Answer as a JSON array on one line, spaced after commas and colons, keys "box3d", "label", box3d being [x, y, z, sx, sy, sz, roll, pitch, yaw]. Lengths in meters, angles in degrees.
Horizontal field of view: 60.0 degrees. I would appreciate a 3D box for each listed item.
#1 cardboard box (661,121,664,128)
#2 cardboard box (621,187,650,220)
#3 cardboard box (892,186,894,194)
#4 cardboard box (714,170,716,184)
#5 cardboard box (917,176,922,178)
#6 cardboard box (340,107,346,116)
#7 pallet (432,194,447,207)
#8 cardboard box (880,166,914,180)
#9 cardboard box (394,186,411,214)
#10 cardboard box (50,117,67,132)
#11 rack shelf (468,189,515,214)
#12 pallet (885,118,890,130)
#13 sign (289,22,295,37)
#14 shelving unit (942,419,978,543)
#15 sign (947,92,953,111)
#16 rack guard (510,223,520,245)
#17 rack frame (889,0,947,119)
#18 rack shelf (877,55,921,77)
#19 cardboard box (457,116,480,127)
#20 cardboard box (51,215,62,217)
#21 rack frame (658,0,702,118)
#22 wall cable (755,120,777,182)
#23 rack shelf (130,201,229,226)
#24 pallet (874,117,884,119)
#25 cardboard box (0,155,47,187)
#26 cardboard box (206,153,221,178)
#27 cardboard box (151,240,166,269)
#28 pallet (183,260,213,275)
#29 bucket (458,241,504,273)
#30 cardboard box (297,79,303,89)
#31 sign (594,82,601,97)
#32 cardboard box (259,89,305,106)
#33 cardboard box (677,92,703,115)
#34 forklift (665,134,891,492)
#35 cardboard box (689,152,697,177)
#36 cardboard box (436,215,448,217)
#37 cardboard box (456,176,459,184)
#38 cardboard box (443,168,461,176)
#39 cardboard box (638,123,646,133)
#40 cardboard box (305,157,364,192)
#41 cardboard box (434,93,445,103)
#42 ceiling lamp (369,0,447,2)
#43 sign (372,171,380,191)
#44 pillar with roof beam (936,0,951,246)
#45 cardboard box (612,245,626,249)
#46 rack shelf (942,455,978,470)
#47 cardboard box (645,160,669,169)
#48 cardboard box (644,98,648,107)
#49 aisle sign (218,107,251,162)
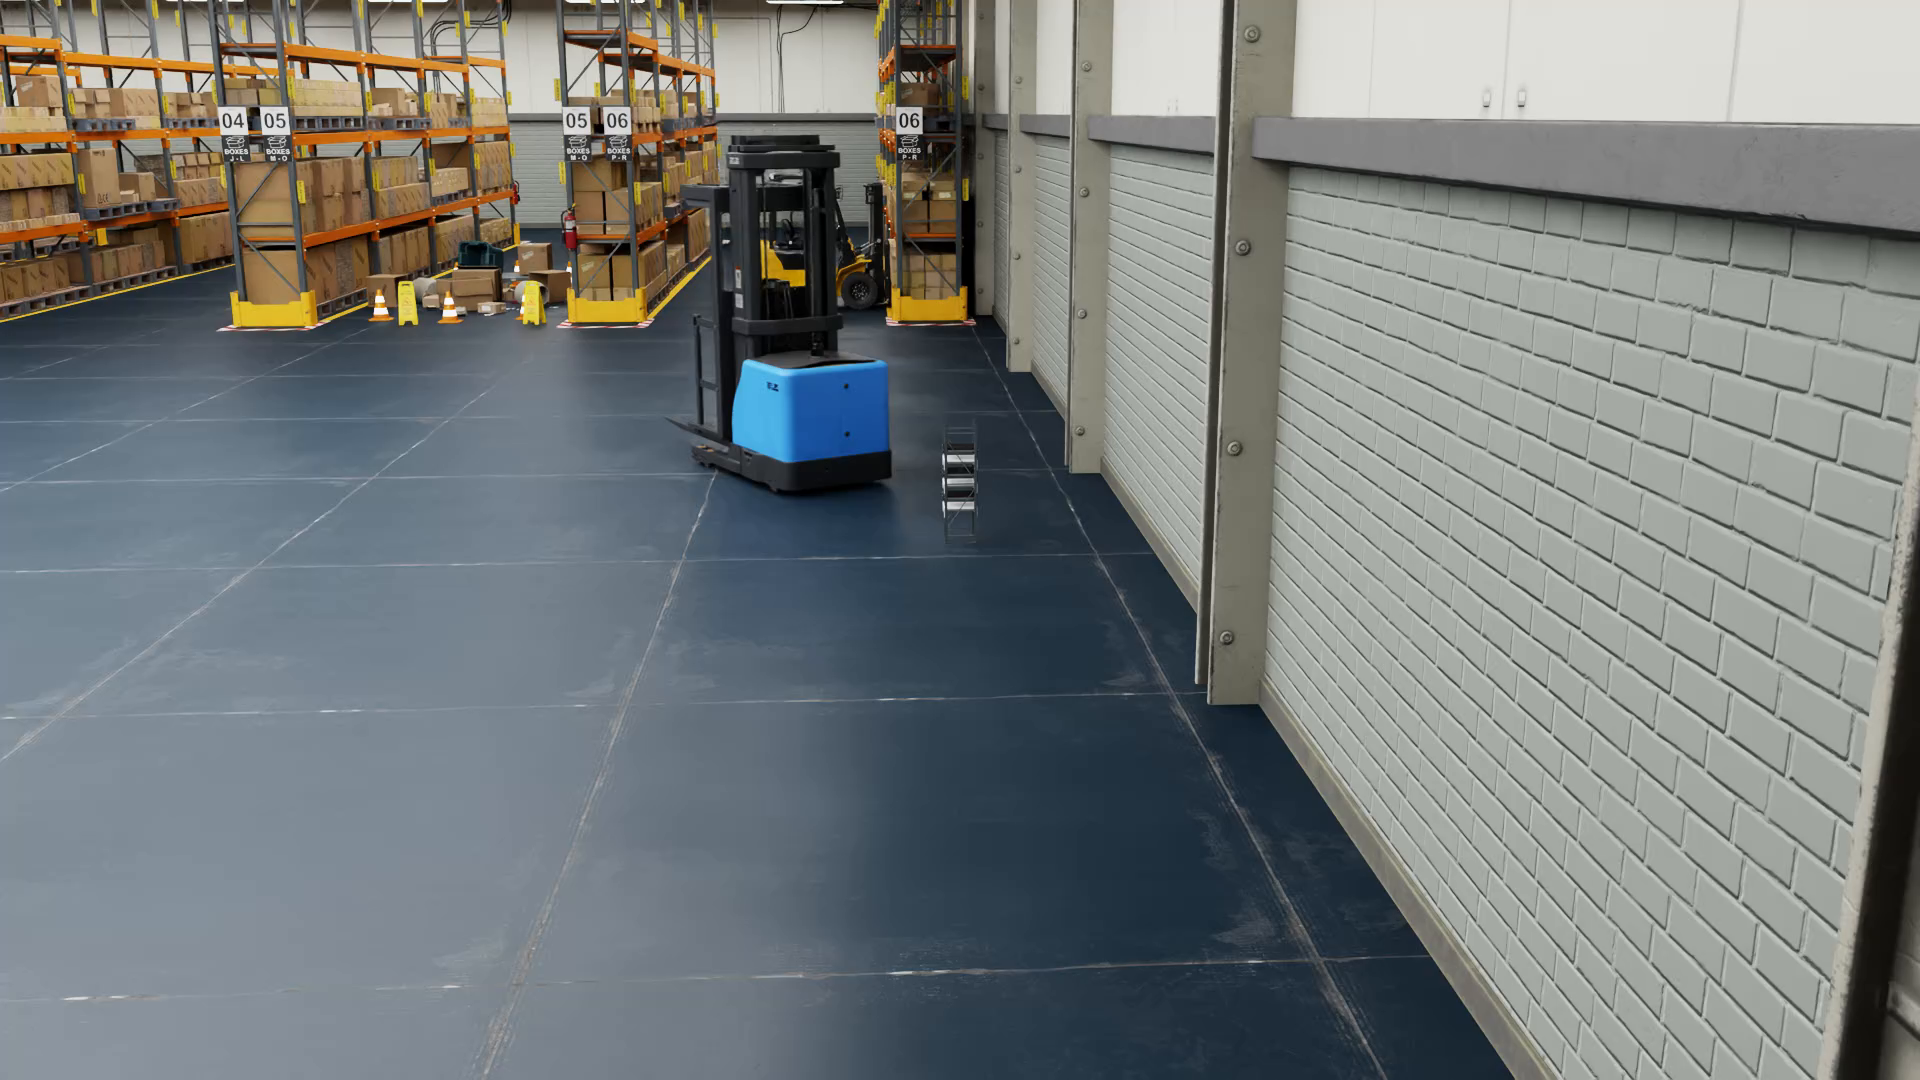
[{"box3d": [-5.802, -7.933, 31.113, 0.797, 0.503, 0.637, -1, 14, -3], "label": "cardboard box"}, {"box3d": [-5.250, -5.390, 26.657, 0.500, 0.500, 0.500, -1, 14, -5], "label": "cardboard box"}, {"box3d": [-0.948, -5.915, 27.993, 0.380, 0.149, 0.250, -1, 14, -4], "label": "cardboard box"}, {"box3d": [-6.110, -8.606, 39.756, 0.500, 0.500, 0.500, -1, 14, -5], "label": "cardboard box"}, {"box3d": [-0.809, -5.871, 27.226, 0.380, 0.149, 0.250, -1, 14, -3], "label": "cardboard box"}, {"box3d": [-10.207, -6.958, 26.989, 0.380, 0.149, 0.250, -1, 14, -3], "label": "cardboard box"}, {"box3d": [-11.010, -6.790, 33.283, 1.213, 0.211, 1.003, -1, 14, -3], "label": "pallet"}, {"box3d": [-1.331, -7.686, 35.335, 0.700, 0.500, 0.500, -1, 14, -4], "label": "cardboard box"}, {"box3d": [-10.467, -6.273, 30.685, 0.500, 0.500, 0.500, -1, 14, -3], "label": "cardboard box"}, {"box3d": [-15.279, -6.932, 27.731, 0.500, 0.250, 0.500, 0, 14, -1], "label": "cardboard box"}, {"box3d": [-11.231, -7.852, 38.466, 1.077, 0.370, 4.000, -1, 14, -3], "label": "rack shelf"}, {"box3d": [-0.840, -8.081, 32.272, 1.213, 0.211, 1.003, 0, 14, -1], "label": "pallet"}, {"box3d": [-15.769, -12.047, 39.255, 0.100, 0.325, 0.005, -1, 14, -3], "label": "sign"}, {"box3d": [-0.001, -0.438, 12.422, 0.258, 0.900, 0.210, -1, 14, -3], "label": "shelving unit"}, {"box3d": [-0.169, -7.642, 28.994, 0.100, 0.325, 0.005, -1, 14, -3], "label": "sign"}, {"box3d": [-11.350, -7.468, 40.548, 1.175, 0.500, 0.348, -1, 14, -3], "label": "rack guard"}, {"box3d": [-0.723, -8.797, 28.659, 1.000, 3.000, 0.127, -1, 14, -3], "label": "rack frame"}, {"box3d": [-1.343, -10.934, 38.415, 1.077, 0.370, 4.000, -1, 14, -3], "label": "rack shelf"}, {"box3d": [-10.872, -9.202, 36.552, 0.500, 0.250, 0.500, 0, 14, -1], "label": "cardboard box"}, {"box3d": [-15.300, -5.366, 27.864, 0.380, 0.149, 0.250, -1, 14, -3], "label": "cardboard box"}, {"box3d": [-6.173, -10.710, 36.091, 1.000, 3.000, 0.127, -1, 14, -3], "label": "rack frame"}, {"box3d": [-5.378, -10.718, 46.123, 0.588, 1.984, 0.122, -1, 14, -3], "label": "wall cable"}, {"box3d": [-15.940, -6.805, 34.400, 1.077, 0.370, 4.000, -1, 14, -3], "label": "rack shelf"}, {"box3d": [-1.248, -9.080, 36.155, 1.213, 0.211, 1.003, -1, 14, -3], "label": "pallet"}, {"box3d": [-15.203, -5.982, 26.952, 0.500, 0.500, 0.500, -1, 14, -3], "label": "cardboard box"}, {"box3d": [-15.985, -7.856, 34.825, 0.797, 0.503, 0.637, -1, 14, -3], "label": "cardboard box"}, {"box3d": [-15.754, -5.493, 31.987, 0.700, 0.500, 0.500, -2, 15, -6], "label": "cardboard box"}, {"box3d": [-15.790, -5.503, 33.491, 1.003, 0.211, 1.213, -1, 14, -3], "label": "pallet"}, {"box3d": [-8.302, -4.866, 28.936, 0.726, 0.611, 0.620, 4, 5, 16], "label": "bucket"}, {"box3d": [-10.081, -6.837, 24.922, 0.380, 0.149, 0.250, -1, 14, -3], "label": "cardboard box"}, {"box3d": [-6.231, -7.699, 28.581, 0.100, 0.325, 0.005, -1, 14, -3], "label": "sign"}, {"box3d": [-10.137, -6.618, 24.869, 0.500, 0.250, 0.500, -1, 14, -4], "label": "cardboard box"}, {"box3d": [-6.000, -9.707, 36.968, 0.500, 0.500, 0.500, -1, 14, -2], "label": "cardboard box"}, {"box3d": [-1.806, -2.136, 14.948, 1.130, 2.935, 3.031, -9, 17, -31], "label": "forklift"}, {"box3d": [-5.796, -7.846, 34.794, 0.500, 0.500, 0.500, -1, 14, -3], "label": "cardboard box"}, {"box3d": [-11.325, -6.871, 35.879, 0.500, 0.250, 0.500, -2, 15, -6], "label": "cardboard box"}, {"box3d": [-10.834, -7.637, 35.254, 0.380, 0.149, 0.250, -1, 14, -5], "label": "cardboard box"}, {"box3d": [-10.856, -7.845, 35.463, 0.380, 0.149, 0.250, -1, 14, -5], "label": "cardboard box"}, {"box3d": [-5.210, -6.560, 26.485, 0.380, 0.149, 0.250, -1, 14, -3], "label": "cardboard box"}, {"box3d": [-10.473, -6.081, 27.674, 0.875, 0.550, 0.550, -1, 14, -3], "label": "cardboard box"}, {"box3d": [-11.142, -9.022, 34.504, 0.797, 0.503, 0.637, -1, 14, -4], "label": "cardboard box"}, {"box3d": [-13.947, -15.085, 41.382, 2.000, 3.185, 0.800, -1, 14, -3], "label": "ceiling lamp"}, {"box3d": [-10.058, -6.180, 28.628, 0.100, 0.325, 0.005, -1, 14, -3], "label": "sign"}, {"box3d": [-4.659, -10.908, 36.861, 9.100, 9.000, 0.400, -1, 14, -3], "label": "pillar with roof beam"}, {"box3d": [-5.835, -4.637, 27.698, 0.500, 0.500, 0.500, 0, 14, -1], "label": "cardboard box"}, {"box3d": [-0.001, -0.580, 12.386, 0.258, 0.077, 0.200, -1, 14, -3], "label": "rack shelf"}, {"box3d": [-5.353, -6.647, 29.399, 0.380, 0.149, 0.250, -1, 14, -4], "label": "cardboard box"}, {"box3d": [-5.248, -7.072, 26.877, 0.380, 0.149, 0.250, -1, 14, -3], "label": "cardboard box"}, {"box3d": [-10.659, -5.955, 24.434, 0.394, 0.787, 0.004, -1, 14, -3], "label": "aisle sign"}]
